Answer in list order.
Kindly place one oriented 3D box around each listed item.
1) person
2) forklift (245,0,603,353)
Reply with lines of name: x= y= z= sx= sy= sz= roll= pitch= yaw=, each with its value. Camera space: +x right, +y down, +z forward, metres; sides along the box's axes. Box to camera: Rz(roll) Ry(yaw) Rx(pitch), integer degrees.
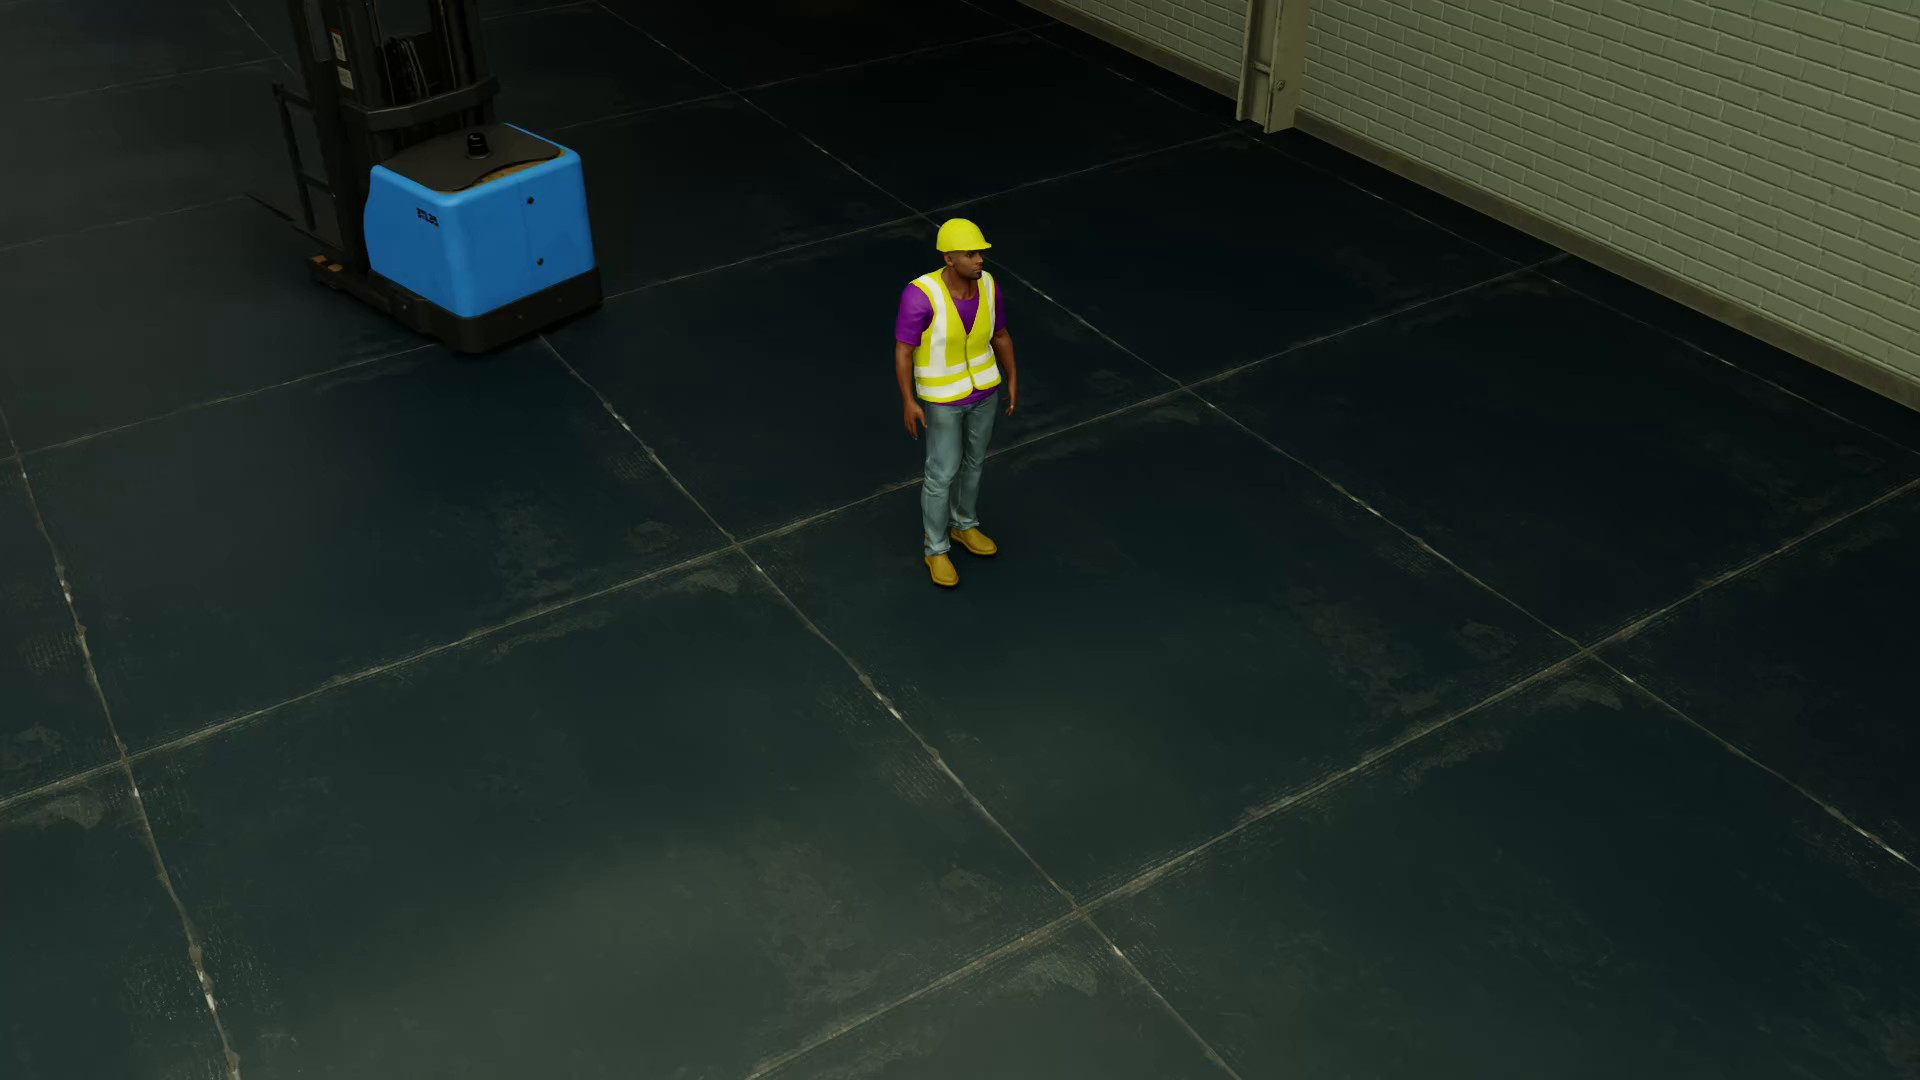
person: x=0.032 y=-0.693 z=8.135 sx=0.665 sy=1.765 sz=0.577 roll=-21 pitch=40 yaw=-27
forklift: x=-3.752 y=-3.066 z=10.512 sx=3.031 sy=2.935 sz=1.130 roll=27 pitch=43 yaw=33
